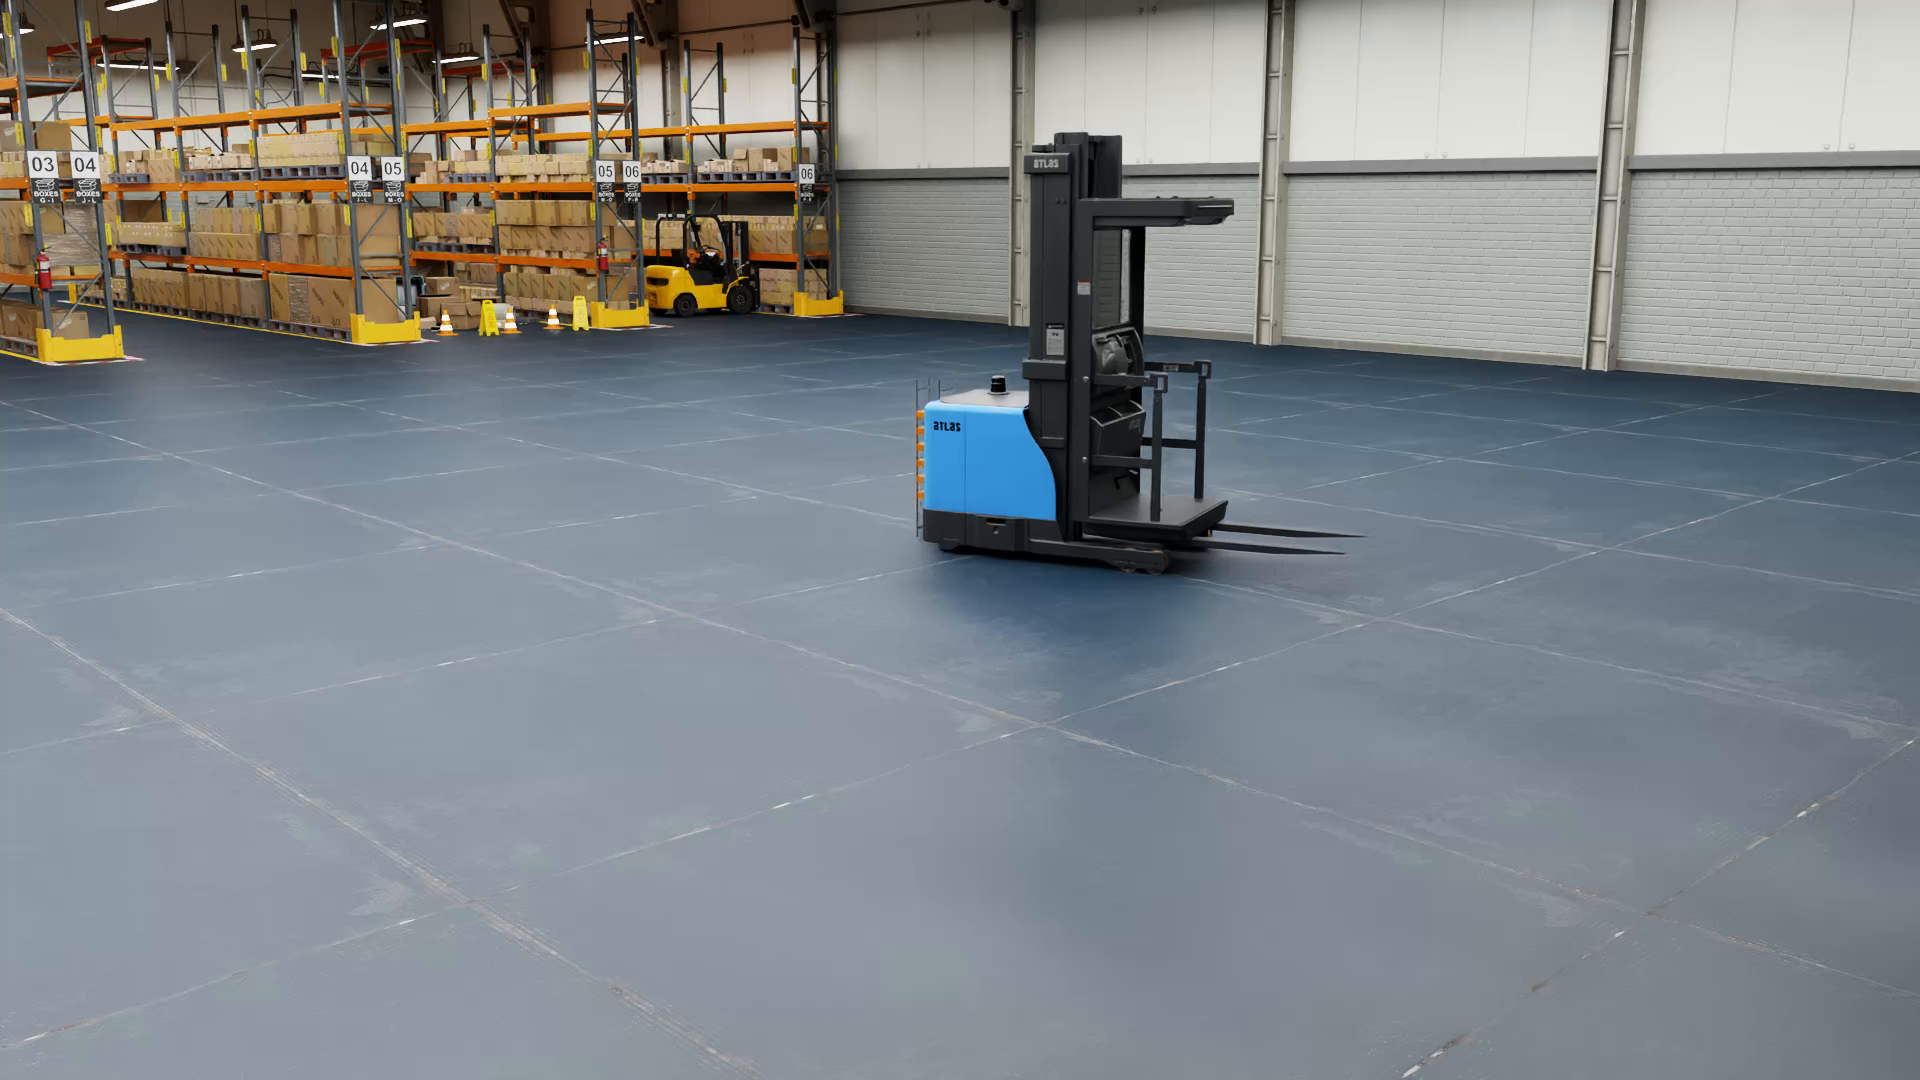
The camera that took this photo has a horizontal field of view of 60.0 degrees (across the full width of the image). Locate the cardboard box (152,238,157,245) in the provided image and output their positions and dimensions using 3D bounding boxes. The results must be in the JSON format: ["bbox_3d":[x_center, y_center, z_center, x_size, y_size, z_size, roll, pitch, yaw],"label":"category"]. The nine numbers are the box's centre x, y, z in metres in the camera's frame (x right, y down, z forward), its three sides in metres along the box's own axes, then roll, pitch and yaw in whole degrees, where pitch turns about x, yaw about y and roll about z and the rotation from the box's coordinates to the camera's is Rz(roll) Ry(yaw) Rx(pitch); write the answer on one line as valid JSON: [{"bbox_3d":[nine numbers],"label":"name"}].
[{"bbox_3d":[-17.102,-6.413,35.688,0.250,0.149,0.380,11,16,43],"label":"cardboard box"}]

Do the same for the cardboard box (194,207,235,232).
[{"bbox_3d":[-15.421,-6.645,34.503,0.700,0.500,0.500,-11,16,-43],"label":"cardboard box"}]

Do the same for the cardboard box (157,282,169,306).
[{"bbox_3d":[-17.100,-5.365,36.172,0.500,0.500,0.500,11,16,43],"label":"cardboard box"}]

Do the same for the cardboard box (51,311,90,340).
[{"bbox_3d":[-14.276,-3.404,26.652,0.500,0.500,0.500,-7,14,-32],"label":"cardboard box"}]

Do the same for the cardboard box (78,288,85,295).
[{"bbox_3d":[-21.118,-6.029,40.264,0.380,0.149,0.250,-10,16,-41],"label":"cardboard box"}]

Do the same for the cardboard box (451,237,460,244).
[{"bbox_3d":[-11.043,-6.644,36.808,0.380,0.149,0.250,-10,15,-41],"label":"cardboard box"}]

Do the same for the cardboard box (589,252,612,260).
[{"bbox_3d":[-7.102,-5.611,32.837,0.380,0.149,0.250,-10,15,-41],"label":"cardboard box"}]

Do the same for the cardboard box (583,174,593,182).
[{"bbox_3d":[-7.138,-7.069,32.478,0.380,0.149,0.250,-11,16,-42],"label":"cardboard box"}]

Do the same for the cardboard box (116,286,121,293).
[{"bbox_3d":[-19.130,-5.751,38.179,0.250,0.149,0.380,11,16,42],"label":"cardboard box"}]

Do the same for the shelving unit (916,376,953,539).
[{"bbox_3d":[-0.189,-0.605,12.375,0.189,1.200,0.258,5,13,25],"label":"shelving unit"}]

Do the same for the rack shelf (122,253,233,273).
[{"bbox_3d":[-17.105,-6.112,36.428,1.077,0.370,4.000,-11,16,-43],"label":"rack shelf"}]

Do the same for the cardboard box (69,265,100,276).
[{"bbox_3d":[-13.881,-4.281,26.377,0.380,0.149,0.250,-11,16,-43],"label":"cardboard box"}]

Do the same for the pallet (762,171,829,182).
[{"bbox_3d":[-3.571,-7.935,36.276,1.003,0.211,1.213,-11,16,-43],"label":"pallet"}]

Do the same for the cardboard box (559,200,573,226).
[{"bbox_3d":[-7.544,-6.513,33.129,0.700,0.500,0.500,-11,16,-42],"label":"cardboard box"}]

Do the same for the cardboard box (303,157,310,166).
[{"bbox_3d":[-11.551,-6.793,29.849,0.380,0.149,0.250,-11,16,-42],"label":"cardboard box"}]

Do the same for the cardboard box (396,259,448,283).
[{"bbox_3d":[-12.631,-6.155,39.076,0.875,0.875,0.875,-11,16,-43],"label":"cardboard box"}]

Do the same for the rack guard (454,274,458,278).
[{"bbox_3d":[-14.098,-7.502,47.584,1.175,0.500,0.348,-11,16,-43],"label":"rack guard"}]

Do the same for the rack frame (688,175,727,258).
[{"bbox_3d":[-5.864,-6.986,38.885,1.000,3.000,0.127,-11,16,-43],"label":"rack frame"}]

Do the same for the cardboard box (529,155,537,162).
[{"bbox_3d":[-8.531,-7.756,33.838,0.380,0.149,0.250,-11,16,-43],"label":"cardboard box"}]

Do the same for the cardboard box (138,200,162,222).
[{"bbox_3d":[-18.622,-7.541,38.116,0.500,0.500,0.500,-10,16,-41],"label":"cardboard box"}]

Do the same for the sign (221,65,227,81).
[{"bbox_3d":[-15.325,-9.724,34.601,0.100,0.325,0.005,-11,16,-43],"label":"sign"}]

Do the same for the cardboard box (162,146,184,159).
[{"bbox_3d":[-16.556,-8.161,35.013,0.396,0.266,0.258,-11,16,-43],"label":"cardboard box"}]

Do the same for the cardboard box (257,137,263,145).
[{"bbox_3d":[-12.956,-7.480,31.208,0.380,0.149,0.250,-11,16,-42],"label":"cardboard box"}]

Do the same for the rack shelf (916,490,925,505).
[{"bbox_3d":[-0.189,-0.326,12.432,0.180,0.103,0.258,5,13,25],"label":"rack shelf"}]

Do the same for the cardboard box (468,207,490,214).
[{"bbox_3d":[-10.419,-7.146,36.031,0.250,0.149,0.380,11,16,43],"label":"cardboard box"}]

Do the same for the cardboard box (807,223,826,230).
[{"bbox_3d":[-3.148,-6.854,36.392,0.250,0.149,0.380,11,16,44],"label":"cardboard box"}]

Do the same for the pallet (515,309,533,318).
[{"bbox_3d":[-8.962,-4.835,35.355,1.003,0.211,1.213,-11,16,-43],"label":"pallet"}]

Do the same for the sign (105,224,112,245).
[{"bbox_3d":[-13.464,-4.828,26.269,0.100,0.325,0.005,-11,16,-43],"label":"sign"}]

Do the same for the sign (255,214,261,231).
[{"bbox_3d":[-13.347,-6.040,31.623,0.100,0.325,0.005,-11,16,-43],"label":"sign"}]

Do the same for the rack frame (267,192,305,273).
[{"bbox_3d":[-17.738,-8.045,44.026,1.000,3.000,0.127,-11,16,-43],"label":"rack frame"}]

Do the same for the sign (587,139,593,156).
[{"bbox_3d":[-7.104,-7.538,31.939,0.100,0.325,0.005,-11,16,-43],"label":"sign"}]

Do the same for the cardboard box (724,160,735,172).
[{"bbox_3d":[-5.059,-8.385,37.287,0.258,0.266,0.396,11,16,44],"label":"cardboard box"}]

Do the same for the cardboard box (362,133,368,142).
[{"bbox_3d":[-10.372,-7.126,29.492,0.380,0.149,0.250,-11,16,-42],"label":"cardboard box"}]

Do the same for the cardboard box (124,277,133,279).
[{"bbox_3d":[-19.493,-6.127,39.265,0.250,0.149,0.380,11,16,43],"label":"cardboard box"}]

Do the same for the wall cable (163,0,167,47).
[{"bbox_3d":[-22.988,-14.496,45.605,2.355,3.000,0.029,-11,16,-43],"label":"wall cable"}]

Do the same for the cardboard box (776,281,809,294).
[{"bbox_3d":[-3.664,-5.533,36.370,0.500,0.250,0.500,-11,16,-43],"label":"cardboard box"}]

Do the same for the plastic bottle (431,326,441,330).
[{"bbox_3d":[-10.120,-4.093,32.127,0.283,0.061,0.133,6,13,26],"label":"plastic bottle"}]

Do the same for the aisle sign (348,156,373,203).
[{"bbox_3d":[-10.367,-6.226,28.757,0.394,0.787,0.004,-11,16,-43],"label":"aisle sign"}]

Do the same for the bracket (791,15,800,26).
[{"bbox_3d":[-3.474,-11.342,36.240,0.235,0.232,0.430,-11,16,-43],"label":"bracket"}]

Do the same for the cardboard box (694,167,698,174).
[{"bbox_3d":[-6.308,-8.738,39.289,0.380,0.149,0.250,-11,16,-43],"label":"cardboard box"}]

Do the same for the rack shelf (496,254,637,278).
[{"bbox_3d":[-8.070,-5.649,34.181,1.077,0.370,4.000,-11,16,-43],"label":"rack shelf"}]

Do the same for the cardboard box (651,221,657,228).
[{"bbox_3d":[-7.164,-7.554,39.787,0.380,0.149,0.250,-11,16,-42],"label":"cardboard box"}]

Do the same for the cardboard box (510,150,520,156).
[{"bbox_3d":[-9.916,-8.352,36.176,0.500,0.250,0.500,-11,16,-44],"label":"cardboard box"}]

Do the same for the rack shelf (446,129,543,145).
[{"bbox_3d":[-12.770,-11.030,45.437,1.077,0.370,4.000,-11,16,-43],"label":"rack shelf"}]

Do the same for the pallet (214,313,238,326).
[{"bbox_3d":[-14.396,-4.503,33.747,1.003,0.211,1.213,-11,16,-43],"label":"pallet"}]

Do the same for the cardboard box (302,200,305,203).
[{"bbox_3d":[-16.437,-8.547,42.131,0.380,0.149,0.250,-11,16,-43],"label":"cardboard box"}]

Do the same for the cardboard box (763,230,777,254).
[{"bbox_3d":[-3.983,-6.563,36.586,0.500,0.500,0.500,-10,15,-41],"label":"cardboard box"}]

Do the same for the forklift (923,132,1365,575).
[{"bbox_3d":[1.289,-1.322,11.565,3.031,2.935,1.130,5,13,25],"label":"forklift"}]

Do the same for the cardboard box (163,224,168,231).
[{"bbox_3d":[-16.566,-6.591,35.079,0.380,0.149,0.250,-11,16,-43],"label":"cardboard box"}]

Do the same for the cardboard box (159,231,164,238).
[{"bbox_3d":[-16.764,-6.487,35.307,0.380,0.149,0.250,-10,16,-41],"label":"cardboard box"}]

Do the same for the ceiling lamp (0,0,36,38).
[{"bbox_3d":[-19.574,-12.140,34.568,0.800,3.185,2.000,-11,16,-43],"label":"ceiling lamp"}]

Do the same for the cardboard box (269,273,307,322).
[{"bbox_3d":[-12.578,-4.652,31.785,0.875,0.875,0.875,-11,16,-42],"label":"cardboard box"}]

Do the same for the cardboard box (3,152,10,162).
[{"bbox_3d":[-14.828,-6.029,26.192,0.380,0.149,0.250,-11,16,-42],"label":"cardboard box"}]
